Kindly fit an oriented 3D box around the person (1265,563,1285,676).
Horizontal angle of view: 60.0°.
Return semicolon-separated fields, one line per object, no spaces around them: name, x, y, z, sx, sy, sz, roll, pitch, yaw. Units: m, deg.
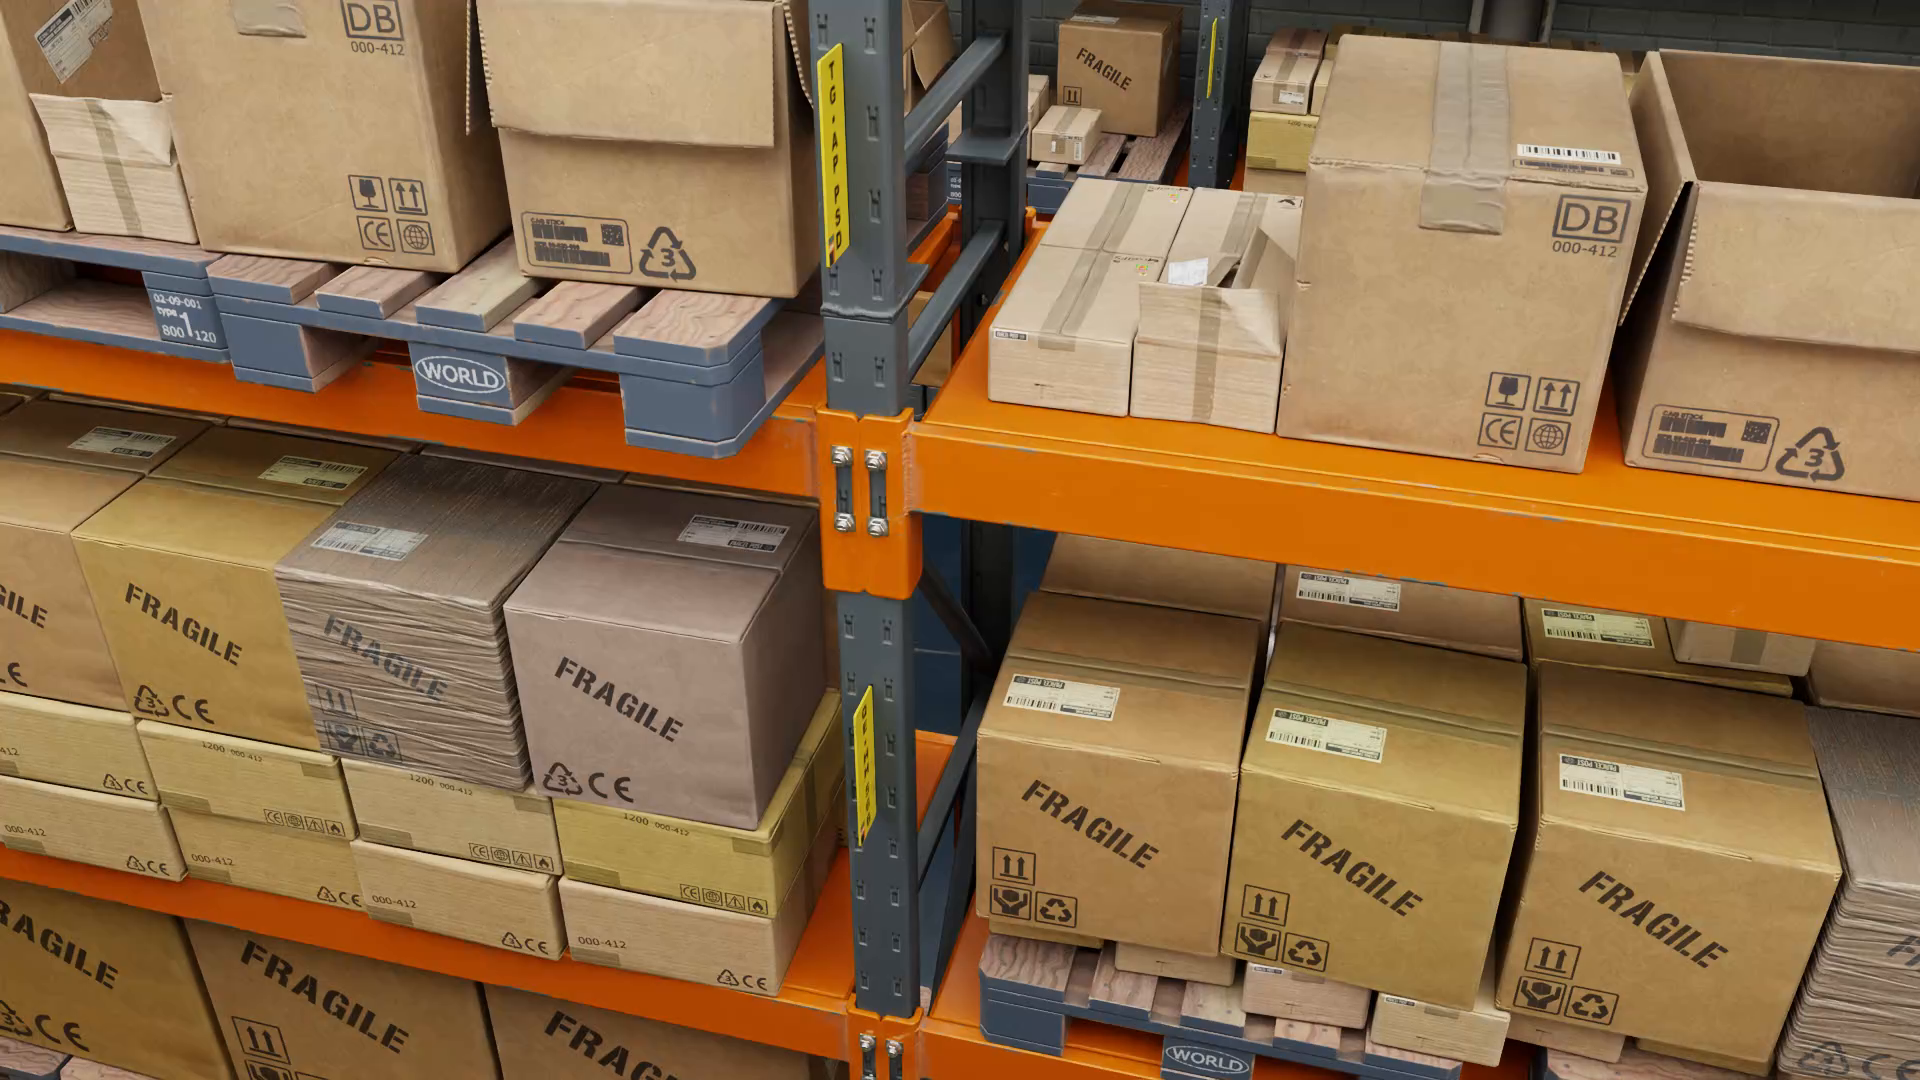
person;1.104;0.235;5.775;0.416;1.819;0.525;9;34;13
